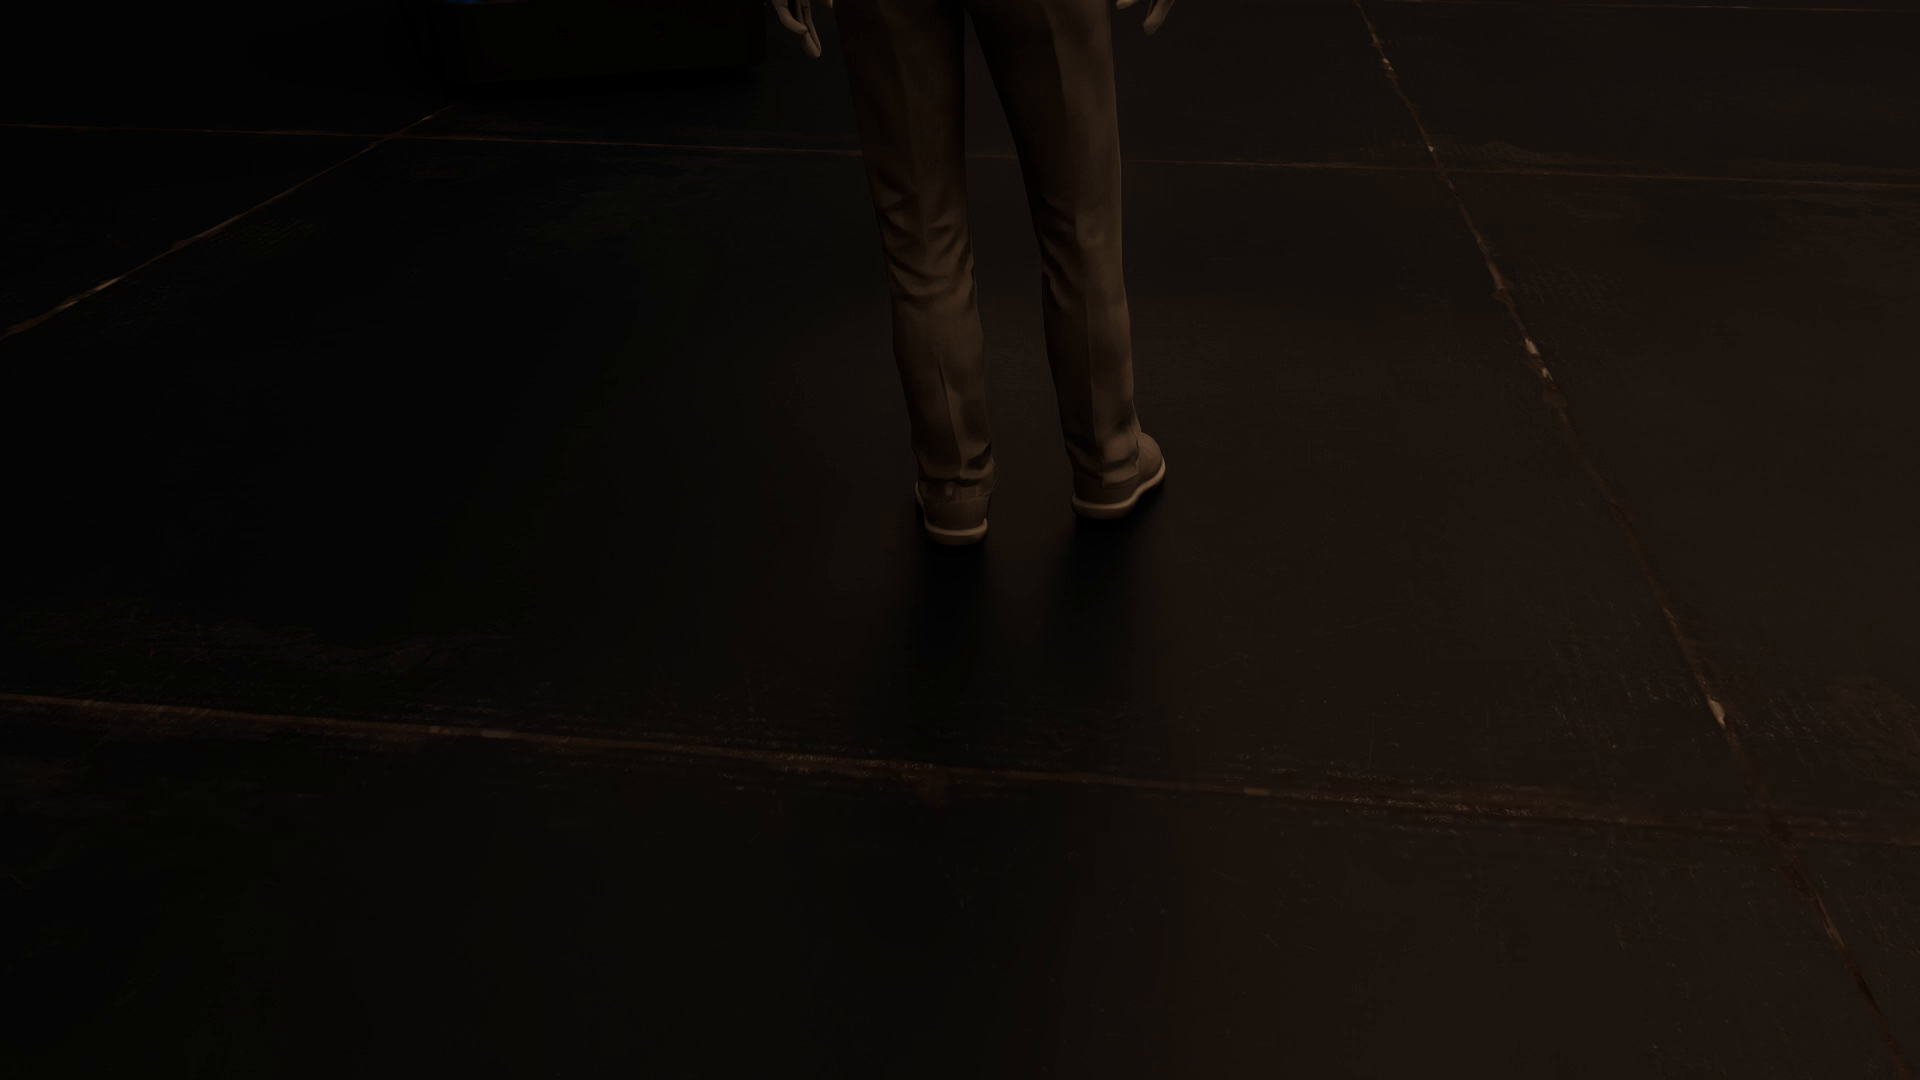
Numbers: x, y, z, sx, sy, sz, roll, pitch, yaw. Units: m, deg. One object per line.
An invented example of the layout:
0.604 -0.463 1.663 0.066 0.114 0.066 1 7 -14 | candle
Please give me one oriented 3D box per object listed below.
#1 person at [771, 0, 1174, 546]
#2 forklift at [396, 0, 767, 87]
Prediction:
0.016 -0.795 2.179 0.586 1.694 0.530 3 27 7 | person
-1.634 -3.372 5.977 1.130 2.935 3.031 -9 28 -18 | forklift
